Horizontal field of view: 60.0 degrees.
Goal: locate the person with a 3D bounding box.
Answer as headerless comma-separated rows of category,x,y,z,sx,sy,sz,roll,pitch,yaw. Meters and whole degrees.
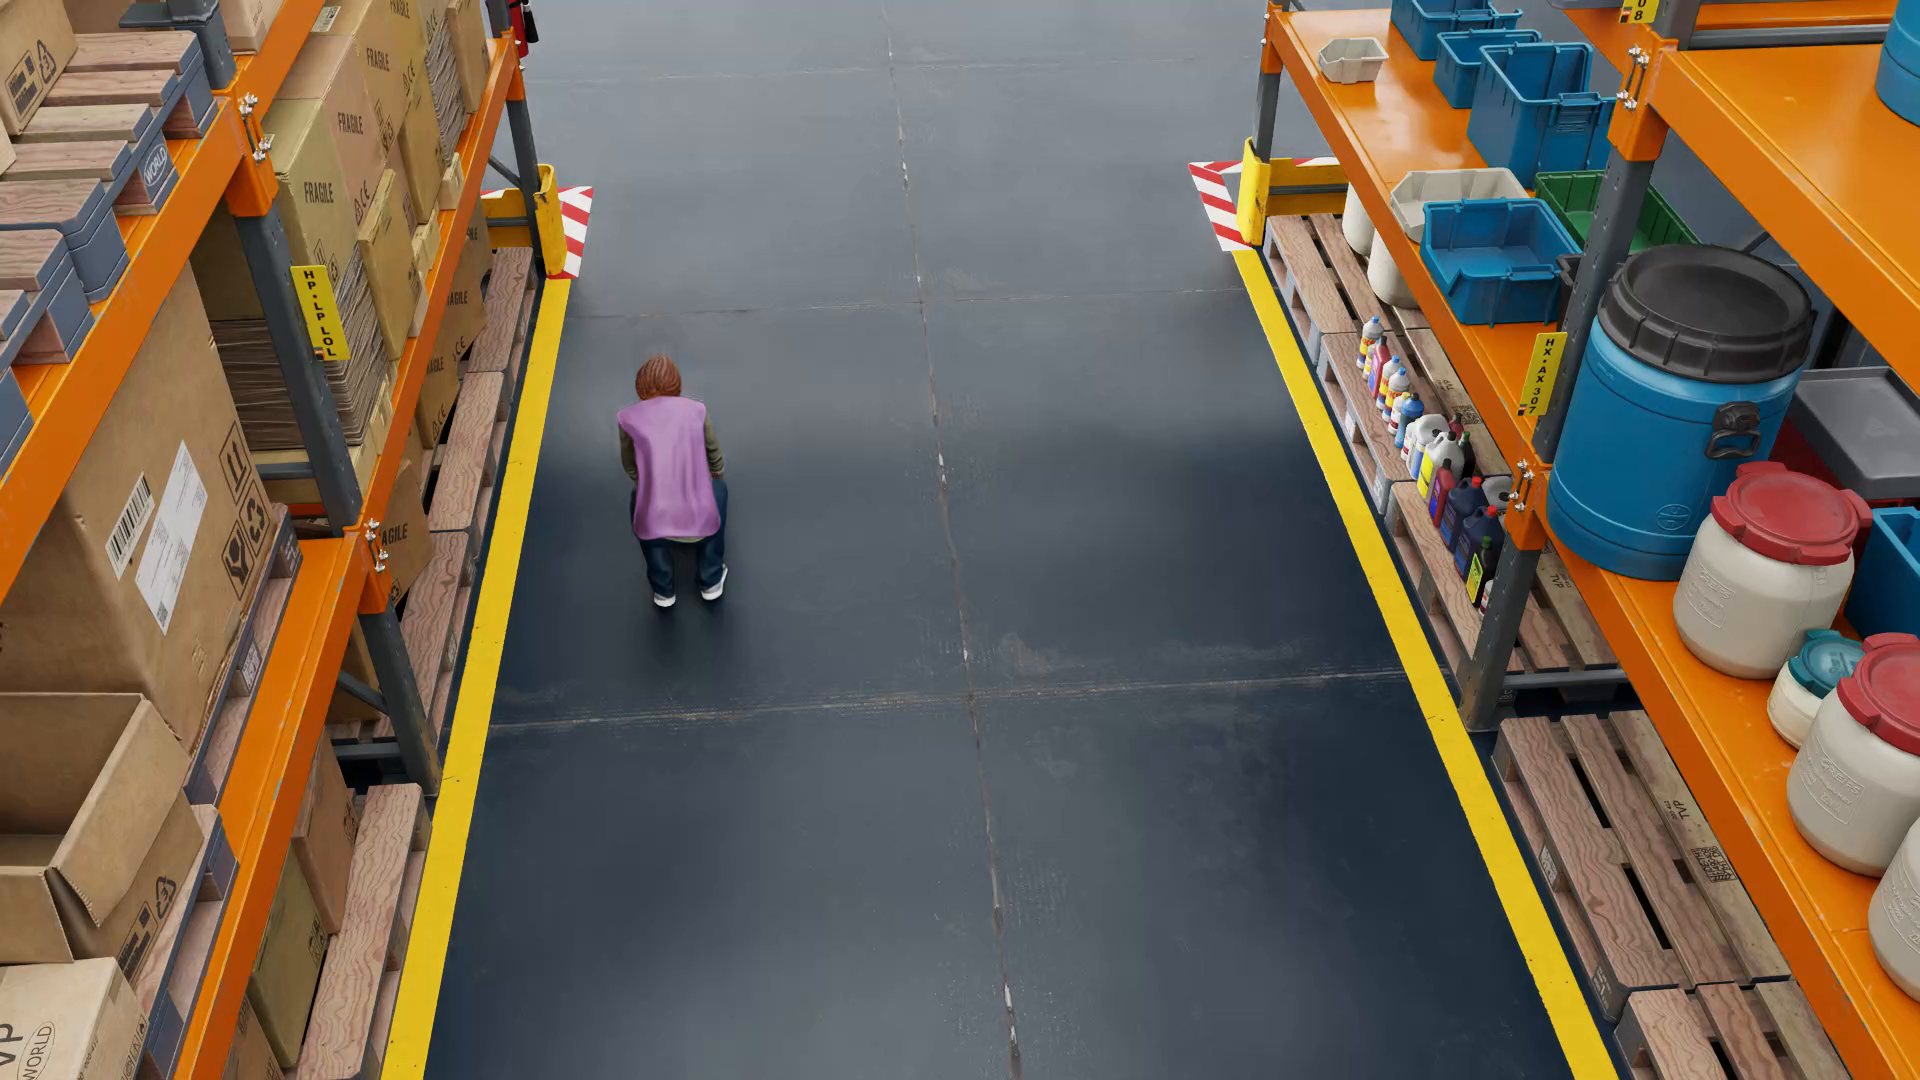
person,-1.195,-0.199,6.936,0.445,0.918,0.788,-3,40,-4
